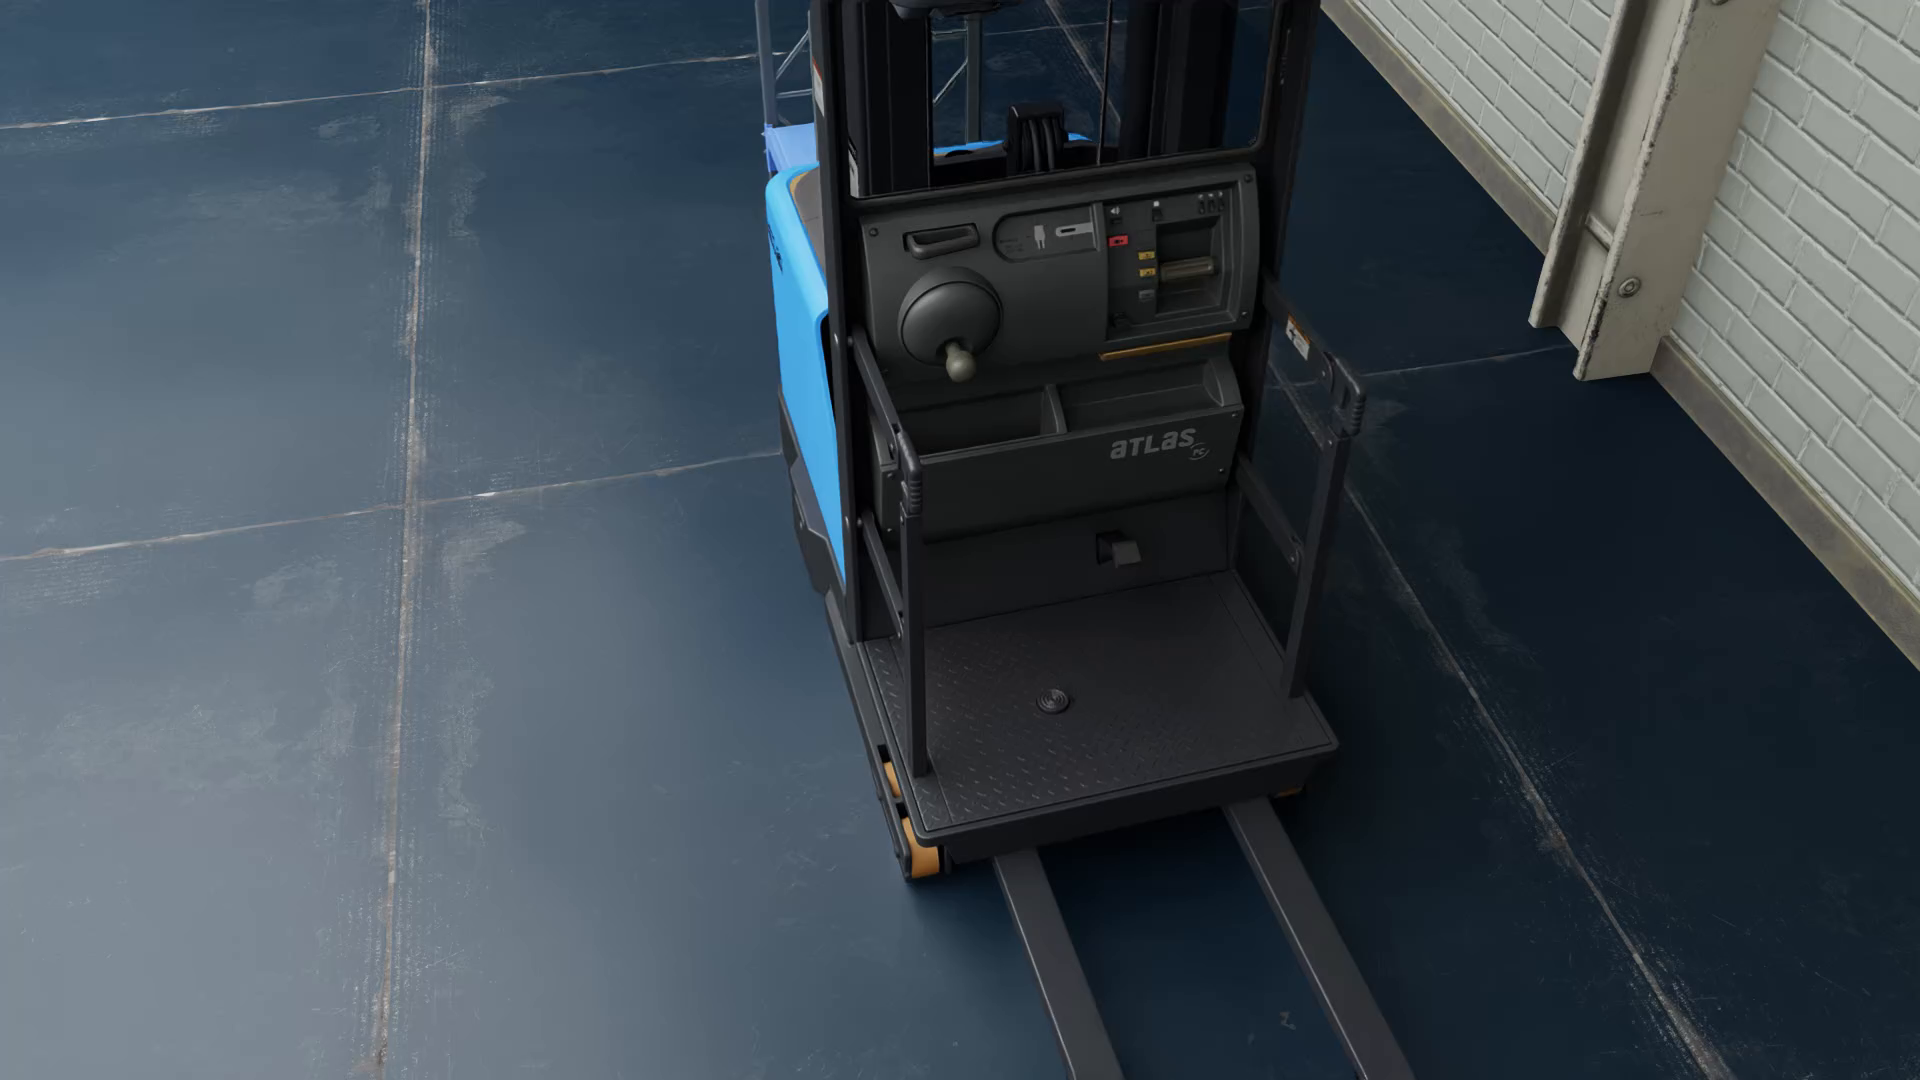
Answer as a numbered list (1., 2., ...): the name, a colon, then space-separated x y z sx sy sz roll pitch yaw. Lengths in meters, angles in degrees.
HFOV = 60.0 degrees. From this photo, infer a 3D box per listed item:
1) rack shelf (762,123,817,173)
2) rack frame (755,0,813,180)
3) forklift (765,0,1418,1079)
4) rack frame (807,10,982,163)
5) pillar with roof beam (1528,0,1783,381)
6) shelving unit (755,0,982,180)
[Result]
1. rack shelf: -0.318 -1.144 5.680 0.538 0.185 1.000 -10 43 -11
2. rack frame: -0.454 -1.604 5.927 0.500 1.500 0.032 -10 43 -11
3. forklift: 0.300 -0.522 3.631 1.130 2.935 3.031 -10 43 -11
4. rack frame: -0.183 -0.953 5.194 0.500 1.500 0.032 -10 43 -11
5. pillar with roof beam: -1.905 -3.460 2.370 9.100 9.000 0.400 -8 42 -9
6. shelving unit: -0.318 -1.278 5.560 0.538 1.500 1.048 -10 43 -11
